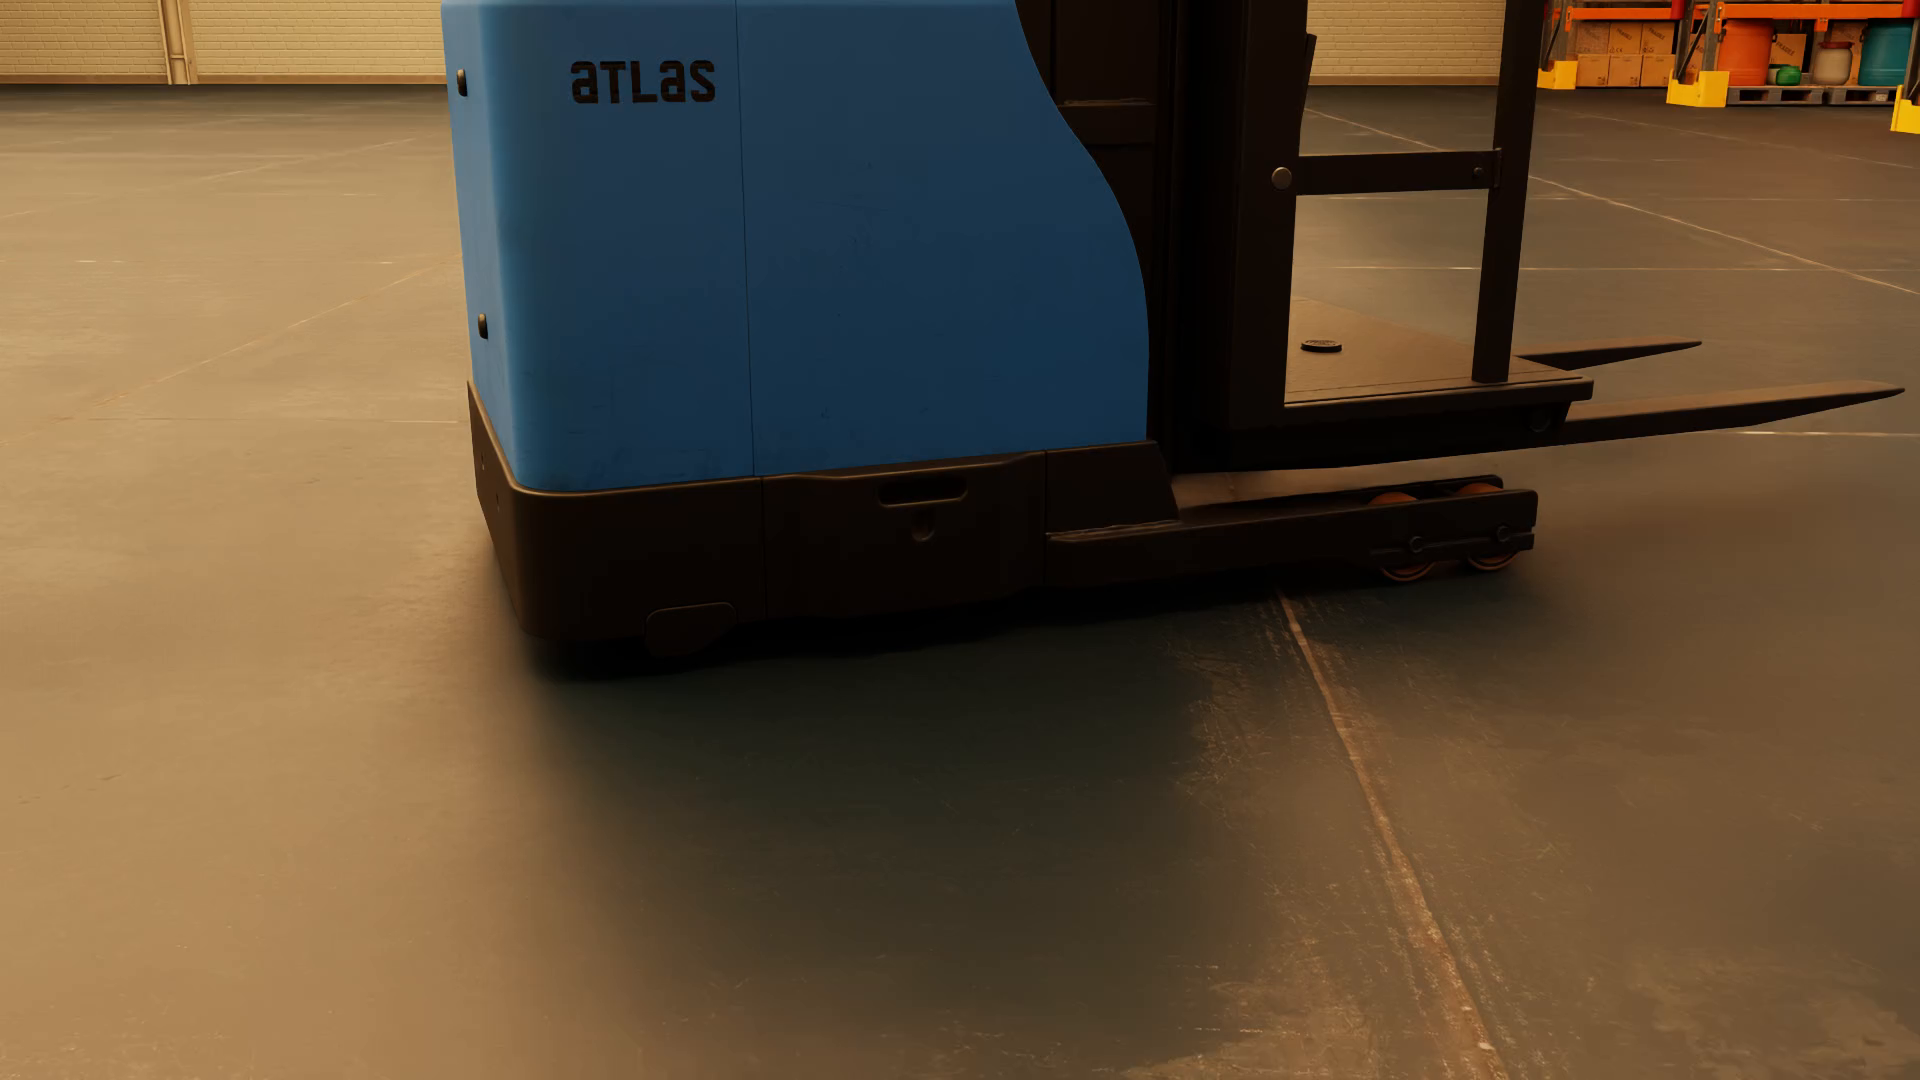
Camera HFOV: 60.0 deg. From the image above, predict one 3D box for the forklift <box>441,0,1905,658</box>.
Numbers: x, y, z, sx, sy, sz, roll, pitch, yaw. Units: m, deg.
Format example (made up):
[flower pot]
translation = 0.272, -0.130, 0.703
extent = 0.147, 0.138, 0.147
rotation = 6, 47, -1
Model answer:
[forklift]
translation = 0.571, -1.462, 3.137
extent = 3.031, 2.935, 1.130
rotation = -6, 18, -19
